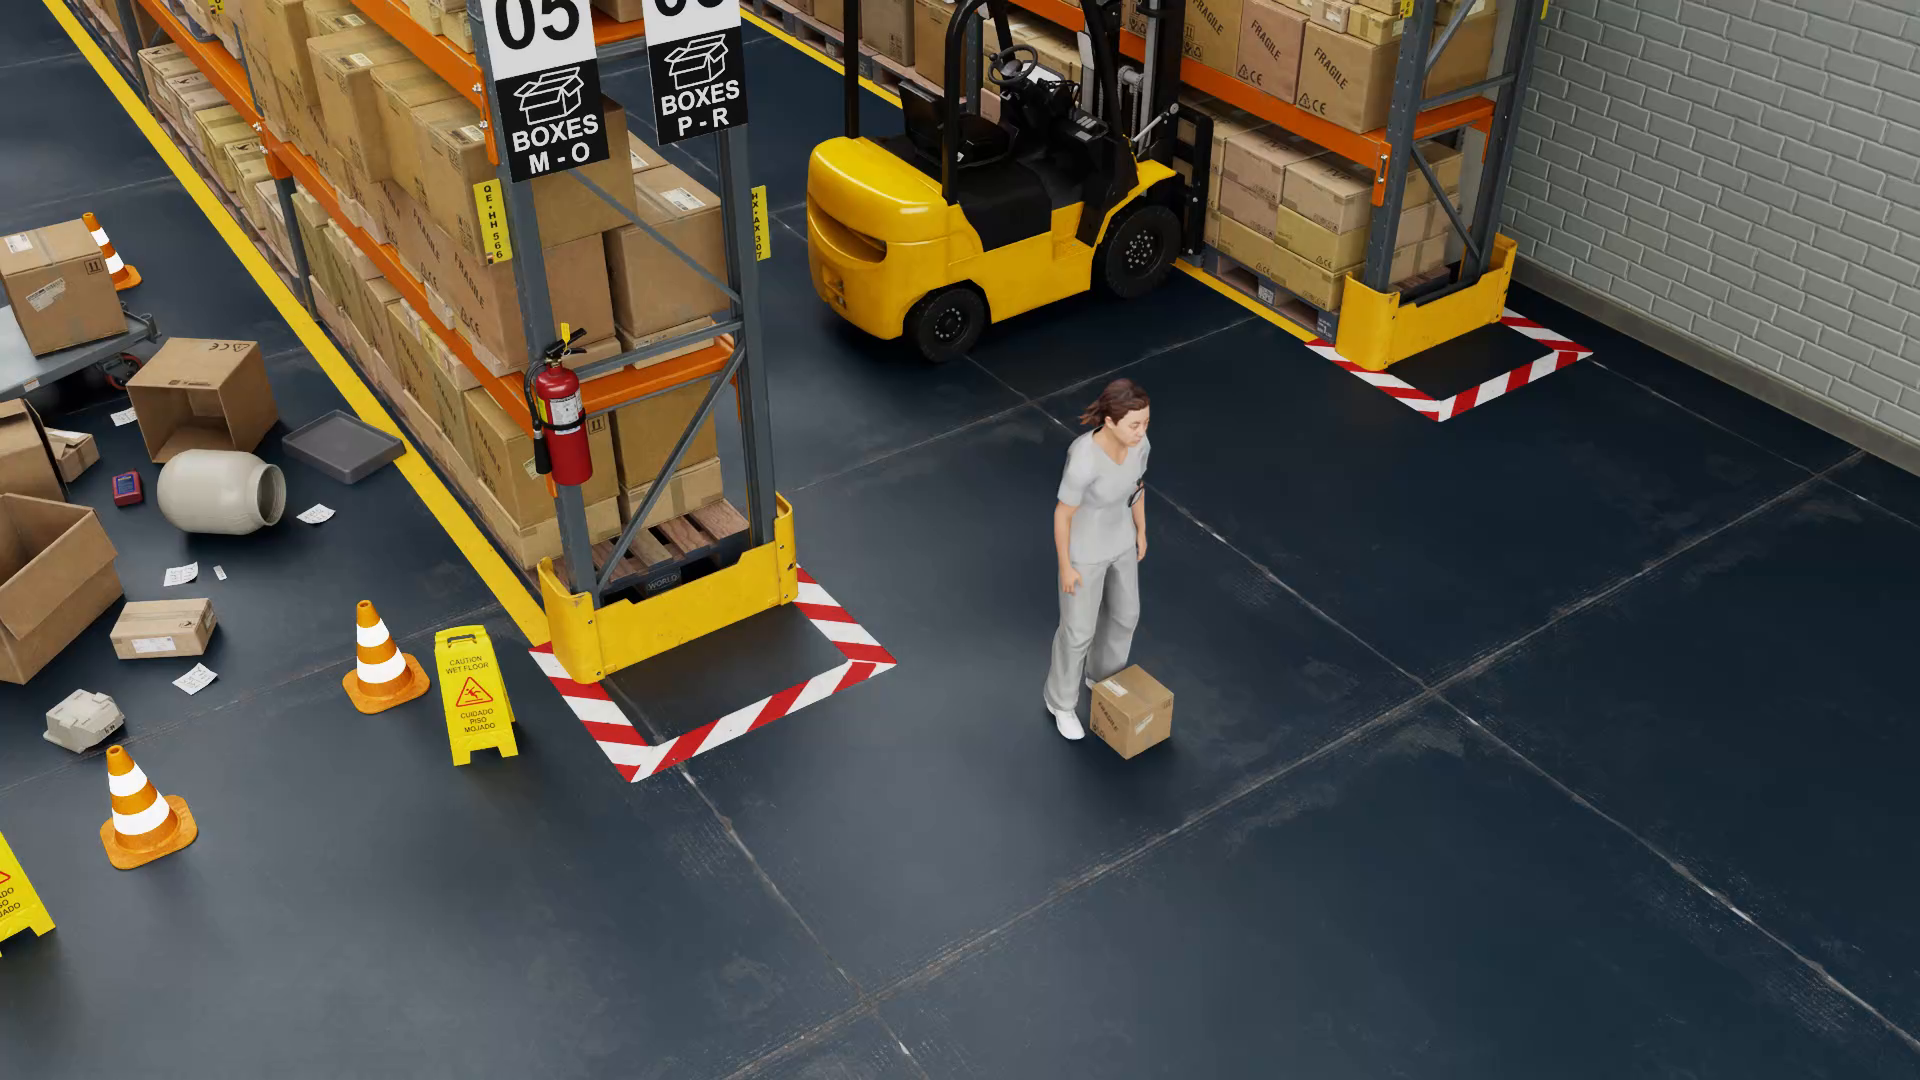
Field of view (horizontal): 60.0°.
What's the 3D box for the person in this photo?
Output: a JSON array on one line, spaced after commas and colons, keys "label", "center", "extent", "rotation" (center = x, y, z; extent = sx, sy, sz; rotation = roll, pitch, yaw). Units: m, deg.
[{"label": "person", "center": [0.590, 0.052, 6.933], "extent": [0.504, 1.671, 0.362], "rotation": [-25, 43, -30]}]
